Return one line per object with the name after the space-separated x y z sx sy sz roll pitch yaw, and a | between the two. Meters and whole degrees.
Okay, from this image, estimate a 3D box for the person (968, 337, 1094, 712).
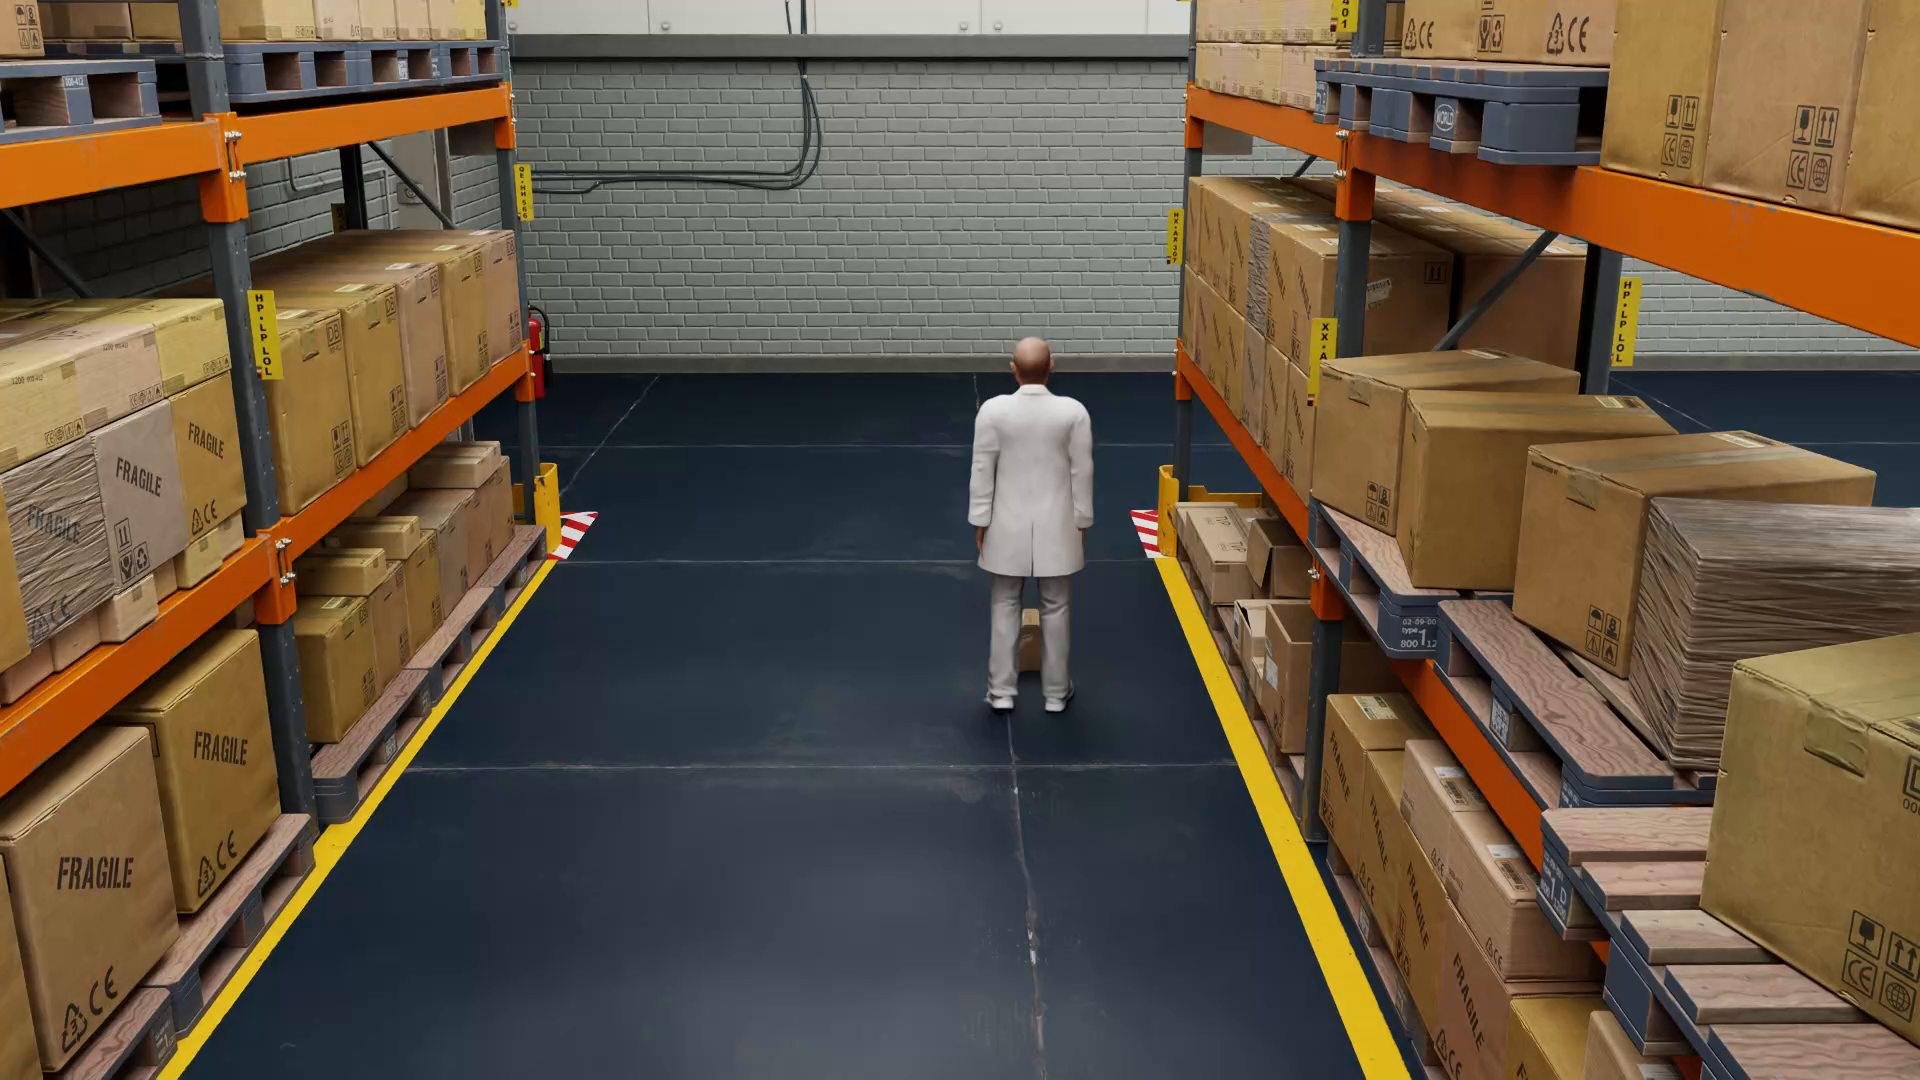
0.332 -0.053 7.808 0.588 1.825 0.404 1 17 3 | person
